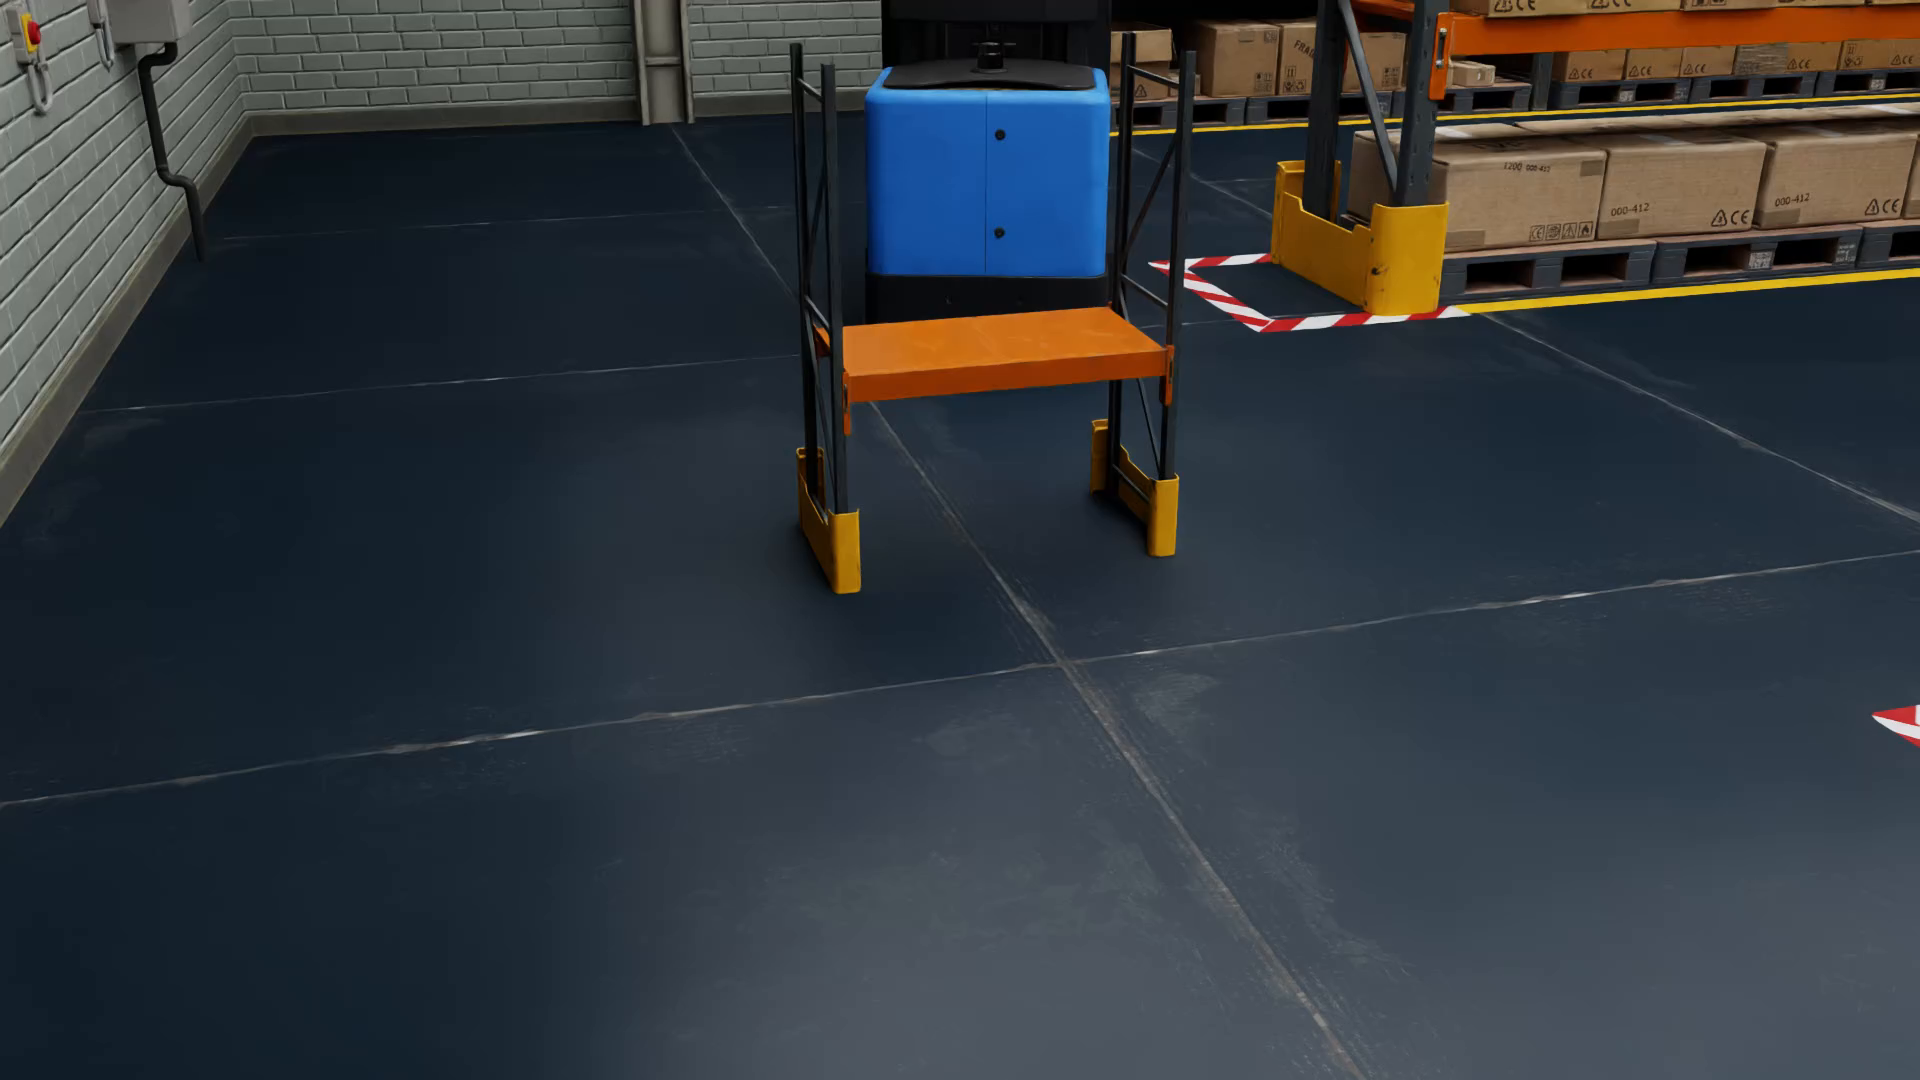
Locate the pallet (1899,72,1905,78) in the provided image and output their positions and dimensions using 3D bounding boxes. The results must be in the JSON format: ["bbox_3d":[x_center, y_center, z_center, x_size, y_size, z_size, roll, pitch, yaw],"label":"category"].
[{"bbox_3d":[9.100,-4.170,14.702,1.213,0.211,1.003,-6,24,-14],"label":"pallet"}]

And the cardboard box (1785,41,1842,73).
[{"bbox_3d":[6.960,-4.191,13.850,0.500,0.500,0.500,-5,24,-12],"label":"cardboard box"}]

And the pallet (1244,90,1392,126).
[{"bbox_3d":[2.607,-3.467,13.063,1.213,0.211,1.003,-6,24,-14],"label":"pallet"}]

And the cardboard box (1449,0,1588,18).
[{"bbox_3d":[2.479,-2.631,7.450,0.500,0.500,0.500,-7,24,-15],"label":"cardboard box"}]

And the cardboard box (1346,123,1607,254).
[{"bbox_3d":[2.547,-1.767,8.280,0.875,0.438,0.875,-7,24,-16],"label":"cardboard box"}]

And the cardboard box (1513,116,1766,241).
[{"bbox_3d":[3.426,-1.867,8.514,0.875,0.438,0.875,-6,24,-13],"label":"cardboard box"}]

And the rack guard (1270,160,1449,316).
[{"bbox_3d":[1.916,-1.491,8.092,0.348,0.500,1.175,-6,24,-14],"label":"rack guard"}]

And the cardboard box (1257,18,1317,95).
[{"bbox_3d":[2.578,-3.695,12.695,0.500,0.500,0.500,-6,24,-13],"label":"cardboard box"}]

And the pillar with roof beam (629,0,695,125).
[{"bbox_3d":[-1.082,-5.704,7.132,0.400,9.000,9.100,-6,24,-14],"label":"pillar with roof beam"}]

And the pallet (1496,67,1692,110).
[{"bbox_3d":[5.219,-3.772,13.774,1.213,0.211,1.003,-6,24,-14],"label":"pallet"}]

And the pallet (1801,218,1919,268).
[{"bbox_3d":[5.037,-1.736,9.028,1.213,0.211,1.003,-6,24,-14],"label":"pallet"}]

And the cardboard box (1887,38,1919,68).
[{"bbox_3d":[7.948,-4.297,14.097,0.500,0.500,0.500,-6,24,-13],"label":"cardboard box"}]

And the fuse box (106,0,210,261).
[{"bbox_3d":[-3.911,-2.254,8.334,0.414,1.711,0.539,-6,24,-14],"label":"fuse box"}]

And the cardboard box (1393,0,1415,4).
[{"bbox_3d":[2.332,-2.841,7.939,0.500,0.500,0.500,-6,24,-14],"label":"cardboard box"}]

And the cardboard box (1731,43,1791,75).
[{"bbox_3d":[6.465,-4.128,13.704,0.500,0.500,0.500,-7,24,-16],"label":"cardboard box"}]

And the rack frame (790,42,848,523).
[{"bbox_3d":[-0.407,-0.644,4.849,0.032,1.500,0.500,-6,24,-14],"label":"rack frame"}]

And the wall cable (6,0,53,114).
[{"bbox_3d":[-3.484,-2.515,5.978,0.123,1.953,0.585,-6,24,-14],"label":"wall cable"}]

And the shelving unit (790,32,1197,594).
[{"bbox_3d":[0.073,-0.697,4.973,1.083,1.500,0.587,-6,24,-14],"label":"shelving unit"}]

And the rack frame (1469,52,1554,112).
[{"bbox_3d":[4.446,-4.953,12.989,0.127,3.000,1.000,-6,24,-14],"label":"rack frame"}]

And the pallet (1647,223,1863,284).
[{"bbox_3d":[3.860,-1.605,8.722,1.213,0.211,1.003,-6,24,-14],"label":"pallet"}]

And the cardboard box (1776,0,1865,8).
[{"bbox_3d":[3.930,-2.802,7.850,0.500,0.500,0.500,-6,24,-13],"label":"cardboard box"}]

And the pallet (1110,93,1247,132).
[{"bbox_3d":[1.435,-3.339,12.764,1.213,0.211,1.003,-6,24,-14],"label":"pallet"}]

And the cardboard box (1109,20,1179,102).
[{"bbox_3d":[1.209,-3.602,12.473,0.637,0.503,0.797,-7,24,-16],"label":"cardboard box"}]

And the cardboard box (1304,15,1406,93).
[{"bbox_3d":[3.042,-3.787,12.910,0.500,0.500,0.700,-7,24,-16],"label":"cardboard box"}]

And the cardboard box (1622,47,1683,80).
[{"bbox_3d":[5.482,-4.024,13.461,0.500,0.500,0.500,-7,24,-15],"label":"cardboard box"}]

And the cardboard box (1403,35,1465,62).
[{"bbox_3d":[3.746,-3.930,13.481,0.500,0.311,0.500,-5,24,-12],"label":"cardboard box"}]

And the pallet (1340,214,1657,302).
[{"bbox_3d":[2.688,-1.476,8.423,1.213,0.211,1.003,-6,24,-14],"label":"pallet"}]

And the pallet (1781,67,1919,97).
[{"bbox_3d":[7.568,-4.032,14.380,1.213,0.211,1.003,-6,24,-14],"label":"pallet"}]

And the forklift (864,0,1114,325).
[{"bbox_3d":[0.185,-2.777,8.004,1.130,2.935,3.031,1,23,3],"label":"forklift"}]

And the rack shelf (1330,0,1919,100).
[{"bbox_3d":[3.864,-2.525,8.243,4.000,0.370,1.077,-6,24,-14],"label":"rack shelf"}]

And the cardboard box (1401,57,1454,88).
[{"bbox_3d":[3.645,-3.681,12.959,0.258,0.266,0.396,-5,24,-12],"label":"cardboard box"}]

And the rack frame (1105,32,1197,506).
[{"bbox_3d":[0.572,-0.752,5.102,0.032,1.500,0.500,-6,24,-14],"label":"rack frame"}]

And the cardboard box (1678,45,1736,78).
[{"bbox_3d":[5.964,-4.075,13.581,0.500,0.500,0.500,-7,24,-16],"label":"cardboard box"}]

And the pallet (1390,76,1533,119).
[{"bbox_3d":[3.784,-3.599,13.369,1.213,0.211,1.003,-6,24,-14],"label":"pallet"}]

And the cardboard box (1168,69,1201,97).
[{"bbox_3d":[1.628,-3.469,12.614,0.250,0.149,0.380,-7,24,-16],"label":"cardboard box"}]

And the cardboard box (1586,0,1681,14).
[{"bbox_3d":[2.958,-2.695,7.601,0.500,0.500,0.500,-7,24,-15],"label":"cardboard box"}]

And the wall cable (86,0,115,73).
[{"bbox_3d":[-3.878,-3.037,7.236,0.122,1.984,0.588,-6,24,-14],"label":"wall cable"}]

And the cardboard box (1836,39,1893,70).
[{"bbox_3d":[7.463,-4.247,13.982,0.500,0.500,0.500,-7,24,-15],"label":"cardboard box"}]

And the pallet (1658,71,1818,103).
[{"bbox_3d":[6.395,-3.904,14.080,1.213,0.211,1.003,-6,24,-14],"label":"pallet"}]

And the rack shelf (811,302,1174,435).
[{"bbox_3d":[0.082,-0.533,5.046,1.000,0.185,0.538,-6,24,-14],"label":"rack shelf"}]

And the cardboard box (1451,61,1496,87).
[{"bbox_3d":[3.989,-3.665,13.070,0.250,0.149,0.380,-7,24,-16],"label":"cardboard box"}]

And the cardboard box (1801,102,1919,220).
[{"bbox_3d":[5.157,-2.058,8.960,0.875,0.438,0.875,-7,24,-15],"label":"cardboard box"}]

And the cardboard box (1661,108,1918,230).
[{"bbox_3d":[4.295,-1.963,8.737,0.875,0.438,0.875,-7,24,-16],"label":"cardboard box"}]

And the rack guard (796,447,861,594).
[{"bbox_3d":[-0.406,-0.070,5.096,0.087,0.250,0.587,-6,24,-14],"label":"rack guard"}]

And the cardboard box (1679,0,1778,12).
[{"bbox_3d":[3.453,-2.743,7.711,0.500,0.500,0.500,-6,24,-15],"label":"cardboard box"}]

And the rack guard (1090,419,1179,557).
[{"bbox_3d":[0.553,-0.176,5.343,0.087,0.250,0.587,-6,24,-14],"label":"rack guard"}]

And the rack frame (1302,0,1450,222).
[{"bbox_3d":[1.939,-2.643,7.605,0.127,3.000,1.000,-6,24,-14],"label":"rack frame"}]

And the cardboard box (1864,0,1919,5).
[{"bbox_3d":[4.439,-2.852,7.967,0.500,0.500,0.500,-7,24,-15],"label":"cardboard box"}]

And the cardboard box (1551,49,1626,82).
[{"bbox_3d":[4.972,-3.963,13.320,0.500,0.500,0.500,-5,24,-12],"label":"cardboard box"}]

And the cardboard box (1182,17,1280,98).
[{"bbox_3d":[2.042,-3.677,12.652,0.500,0.500,0.700,-5,24,-12],"label":"cardboard box"}]

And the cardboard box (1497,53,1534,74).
[{"bbox_3d":[4.839,-4.162,13.783,0.500,0.500,0.500,-6,24,-15],"label":"cardboard box"}]
